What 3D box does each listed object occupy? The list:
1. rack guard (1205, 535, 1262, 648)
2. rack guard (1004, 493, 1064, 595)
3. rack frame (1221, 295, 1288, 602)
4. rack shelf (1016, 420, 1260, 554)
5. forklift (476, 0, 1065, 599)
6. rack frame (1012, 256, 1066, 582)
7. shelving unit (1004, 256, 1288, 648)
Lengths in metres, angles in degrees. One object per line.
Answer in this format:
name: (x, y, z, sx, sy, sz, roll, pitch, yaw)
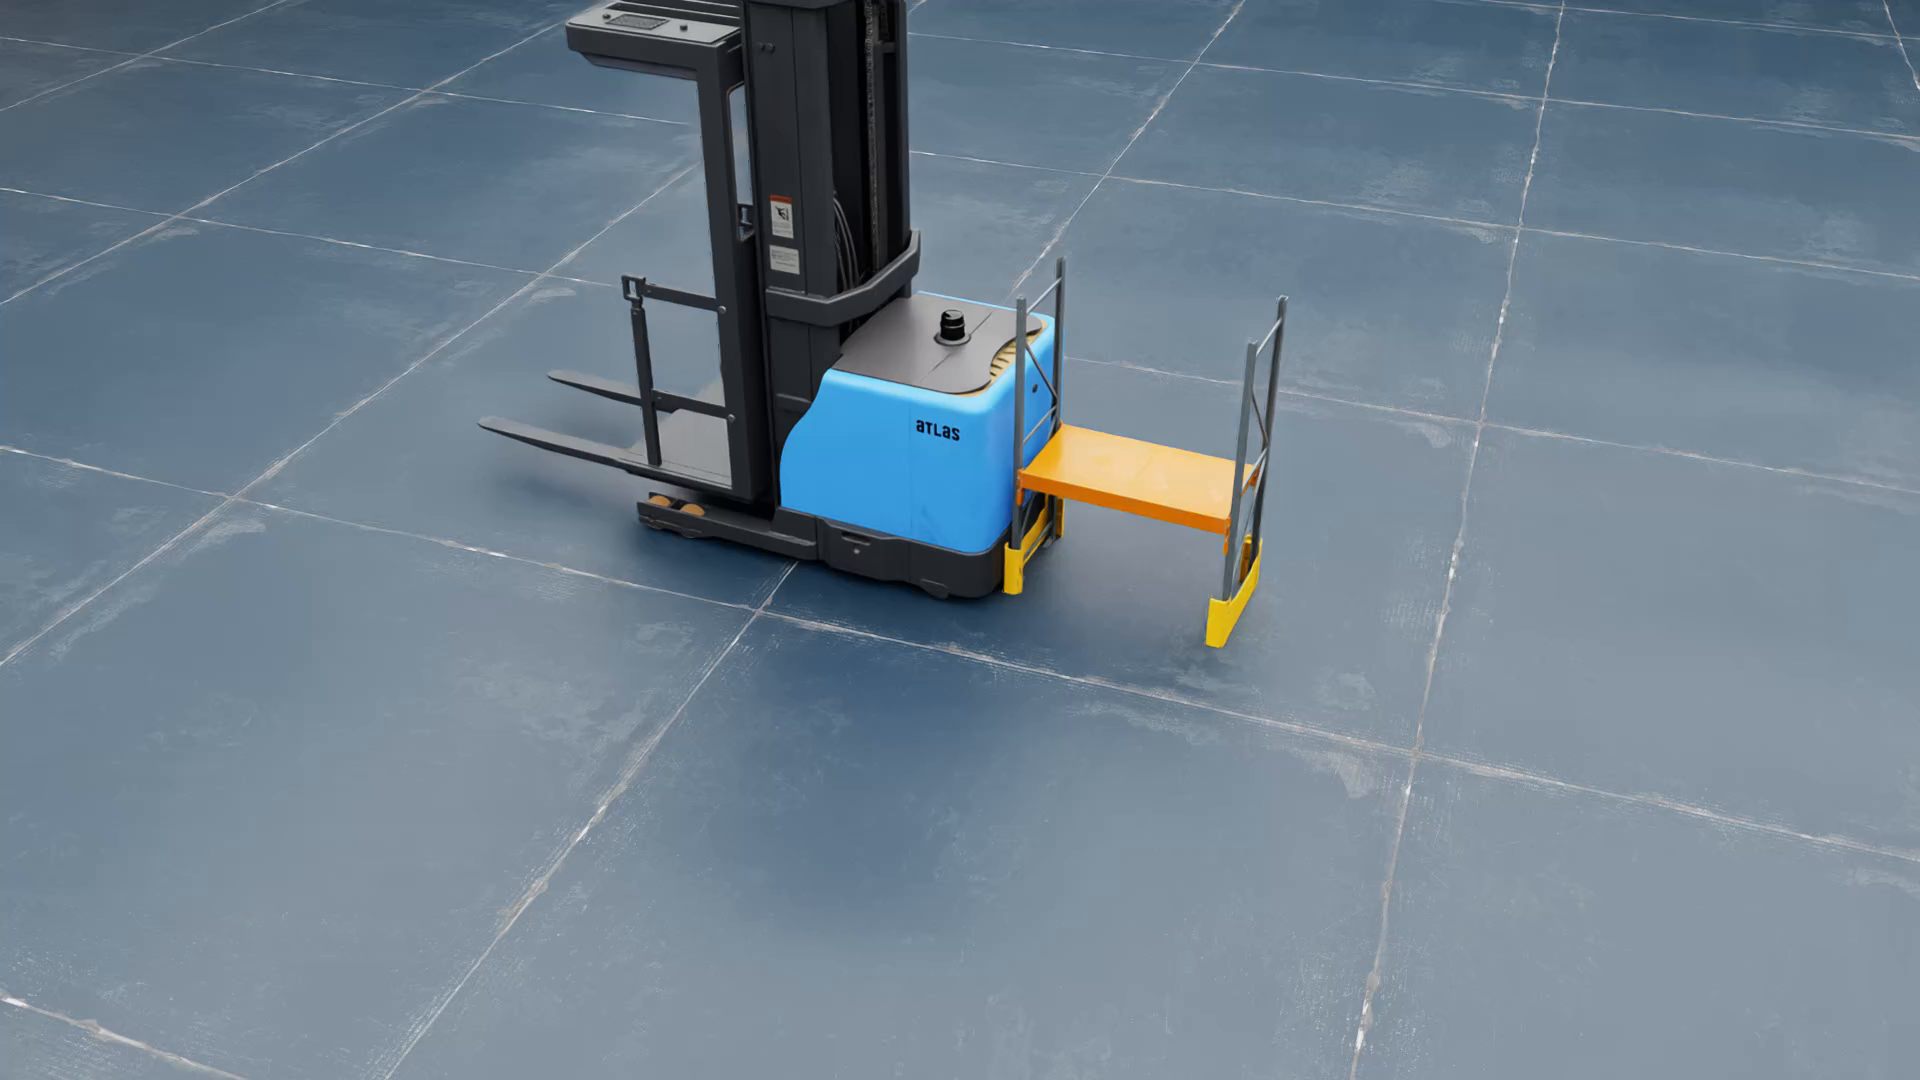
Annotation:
rack guard: (1.264, 0.232, 7.660, 0.087, 0.250, 0.587, 14, 35, 21)
rack guard: (0.359, 0.006, 8.010, 0.087, 0.250, 0.587, 14, 35, 21)
rack frame: (1.282, -0.289, 7.314, 0.032, 1.500, 0.500, 14, 35, 21)
rack shelf: (0.820, -0.253, 7.591, 1.000, 0.185, 0.538, 14, 35, 21)
forklift: (-1.048, -1.484, 7.847, 3.031, 2.935, 1.130, 14, 35, 21)
rack frame: (0.358, -0.519, 7.672, 0.032, 1.500, 0.500, 14, 35, 21)
shelving unit: (0.812, -0.406, 7.496, 1.083, 1.500, 0.587, 14, 35, 21)
